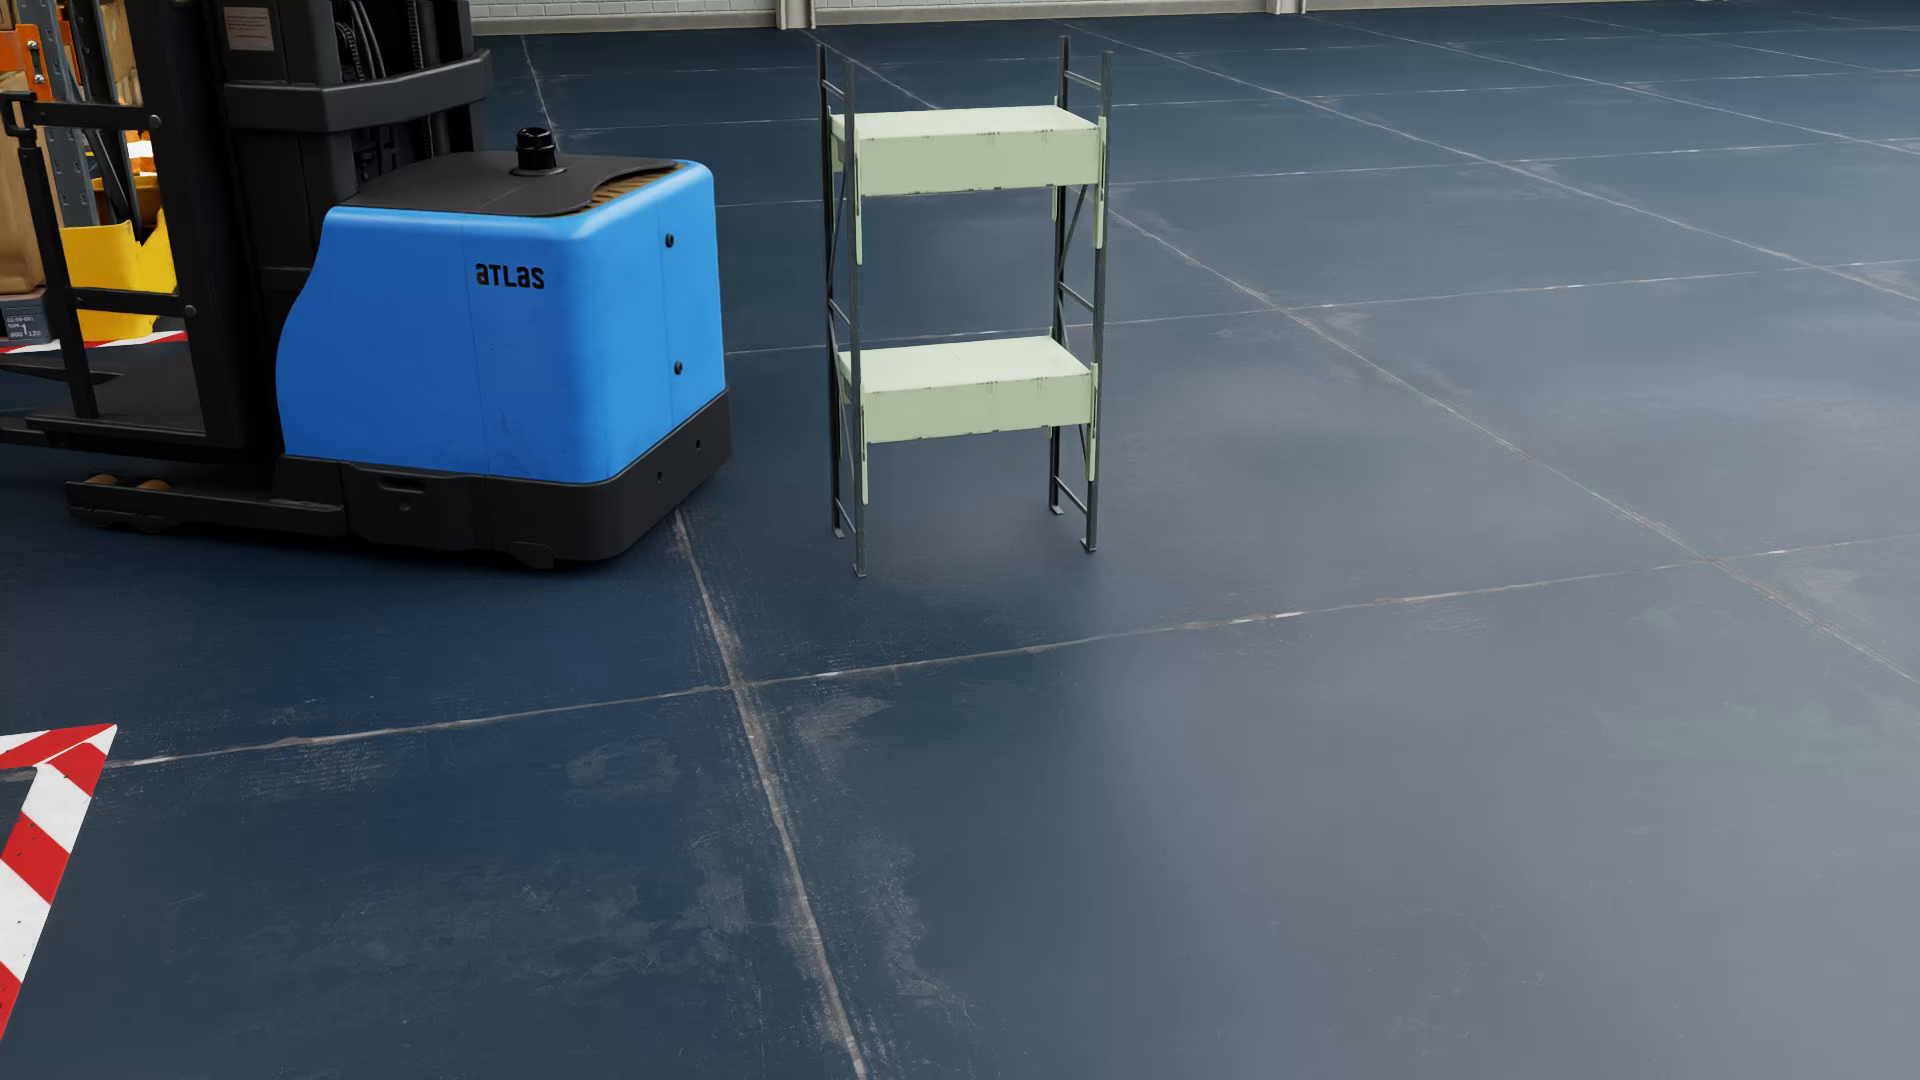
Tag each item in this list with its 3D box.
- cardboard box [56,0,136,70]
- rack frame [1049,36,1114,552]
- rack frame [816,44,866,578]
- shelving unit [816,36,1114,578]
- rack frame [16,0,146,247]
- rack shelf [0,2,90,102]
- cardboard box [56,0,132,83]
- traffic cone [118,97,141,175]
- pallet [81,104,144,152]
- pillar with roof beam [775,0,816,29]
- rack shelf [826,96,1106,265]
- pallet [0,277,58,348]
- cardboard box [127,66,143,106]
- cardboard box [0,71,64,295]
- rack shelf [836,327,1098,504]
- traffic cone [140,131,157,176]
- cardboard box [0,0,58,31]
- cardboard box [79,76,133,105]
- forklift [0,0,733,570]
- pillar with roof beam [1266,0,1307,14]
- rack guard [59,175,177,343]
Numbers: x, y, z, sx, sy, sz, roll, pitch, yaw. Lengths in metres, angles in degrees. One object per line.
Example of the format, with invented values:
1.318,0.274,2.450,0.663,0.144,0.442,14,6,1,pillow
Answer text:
-6.232,-3.628,11.905,0.500,0.500,0.500,-7,24,-16,cardboard box
0.359,-0.729,5.047,0.023,1.500,0.400,-6,24,-14,rack frame
-0.346,-0.651,4.865,0.023,1.500,0.400,-6,24,-14,rack frame
0.006,-0.690,4.956,0.755,1.500,0.431,-6,24,-14,shelving unit
-3.924,-2.469,7.201,0.127,3.000,1.000,-6,24,-14,rack frame
-5.849,-1.926,6.846,4.000,0.370,1.077,-6,24,-14,rack shelf
-6.059,-3.428,11.438,0.500,0.500,0.500,-6,24,-14,cardboard box
-5.424,-2.637,10.808,0.334,0.463,0.336,-6,24,-14,traffic cone
-6.223,-2.975,11.916,1.213,0.211,1.003,-6,24,-14,pallet
-0.677,-8.252,13.069,0.400,9.000,9.100,-6,24,-14,pillar with roof beam
0.006,-1.049,4.802,0.720,0.370,0.431,-6,24,-14,rack shelf
-4.673,-1.073,7.483,1.213,0.211,1.003,-6,24,-14,pallet
-6.210,-3.286,12.059,0.500,0.250,0.500,-7,24,-15,cardboard box
-4.559,-1.589,7.310,0.875,0.875,0.875,-6,24,-14,cardboard box
0.006,-0.390,5.084,0.720,0.370,0.431,-6,24,-14,rack shelf
-4.797,-2.251,9.910,0.334,0.463,0.336,-6,24,-14,traffic cone
-4.269,-2.482,7.039,0.550,0.550,0.875,-6,24,-14,cardboard box
-6.087,-3.076,11.570,0.500,0.250,0.500,-6,24,-15,cardboard box
-2.360,-1.562,5.173,3.031,2.935,1.130,6,24,14,forklift
5.100,-8.891,14.558,0.400,9.000,9.100,-6,24,-14,pillar with roof beam
-3.901,-1.323,7.700,0.348,0.500,1.175,-6,24,-14,rack guard
